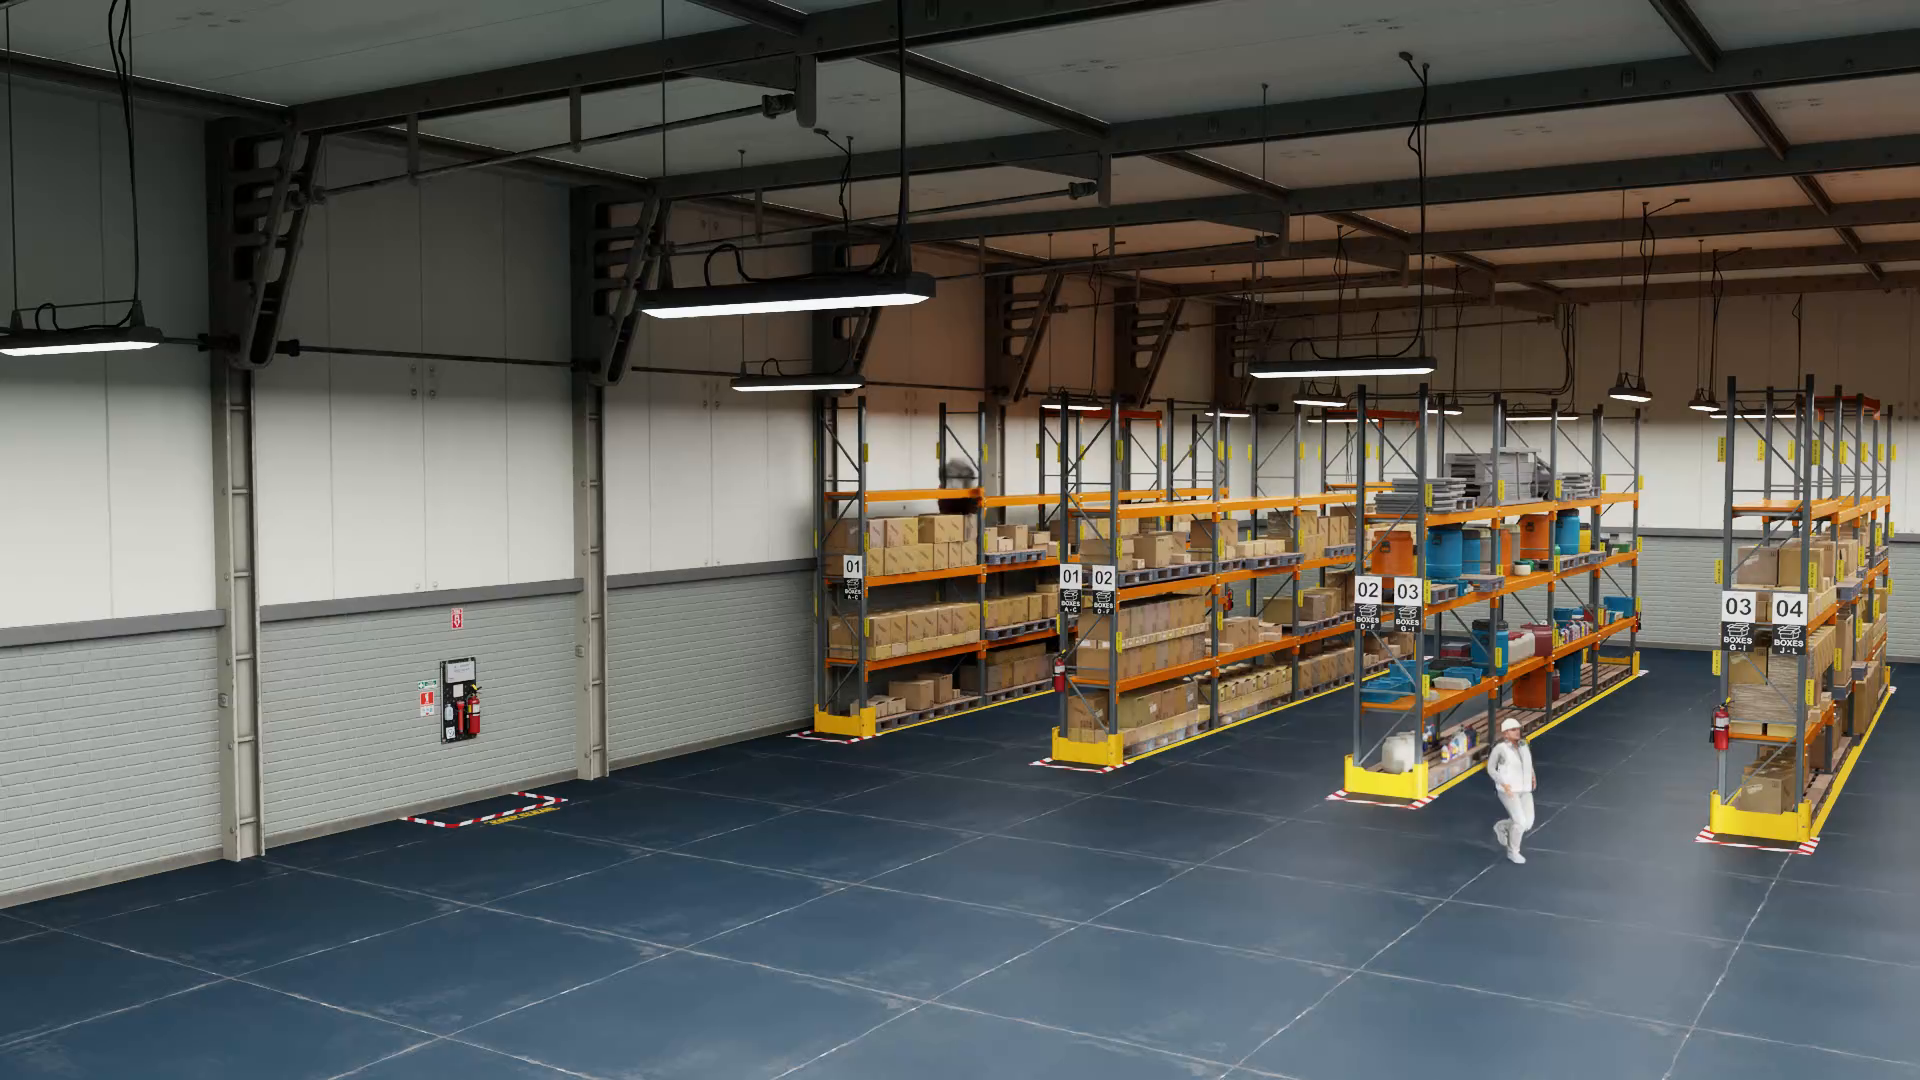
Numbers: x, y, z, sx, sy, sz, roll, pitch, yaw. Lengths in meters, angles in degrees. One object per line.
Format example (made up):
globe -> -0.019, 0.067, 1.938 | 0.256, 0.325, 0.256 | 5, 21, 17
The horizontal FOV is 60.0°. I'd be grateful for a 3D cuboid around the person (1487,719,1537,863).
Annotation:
person -> 6.794, 3.065, 20.505 | 0.660, 1.746, 0.580 | -1, 3, -22
